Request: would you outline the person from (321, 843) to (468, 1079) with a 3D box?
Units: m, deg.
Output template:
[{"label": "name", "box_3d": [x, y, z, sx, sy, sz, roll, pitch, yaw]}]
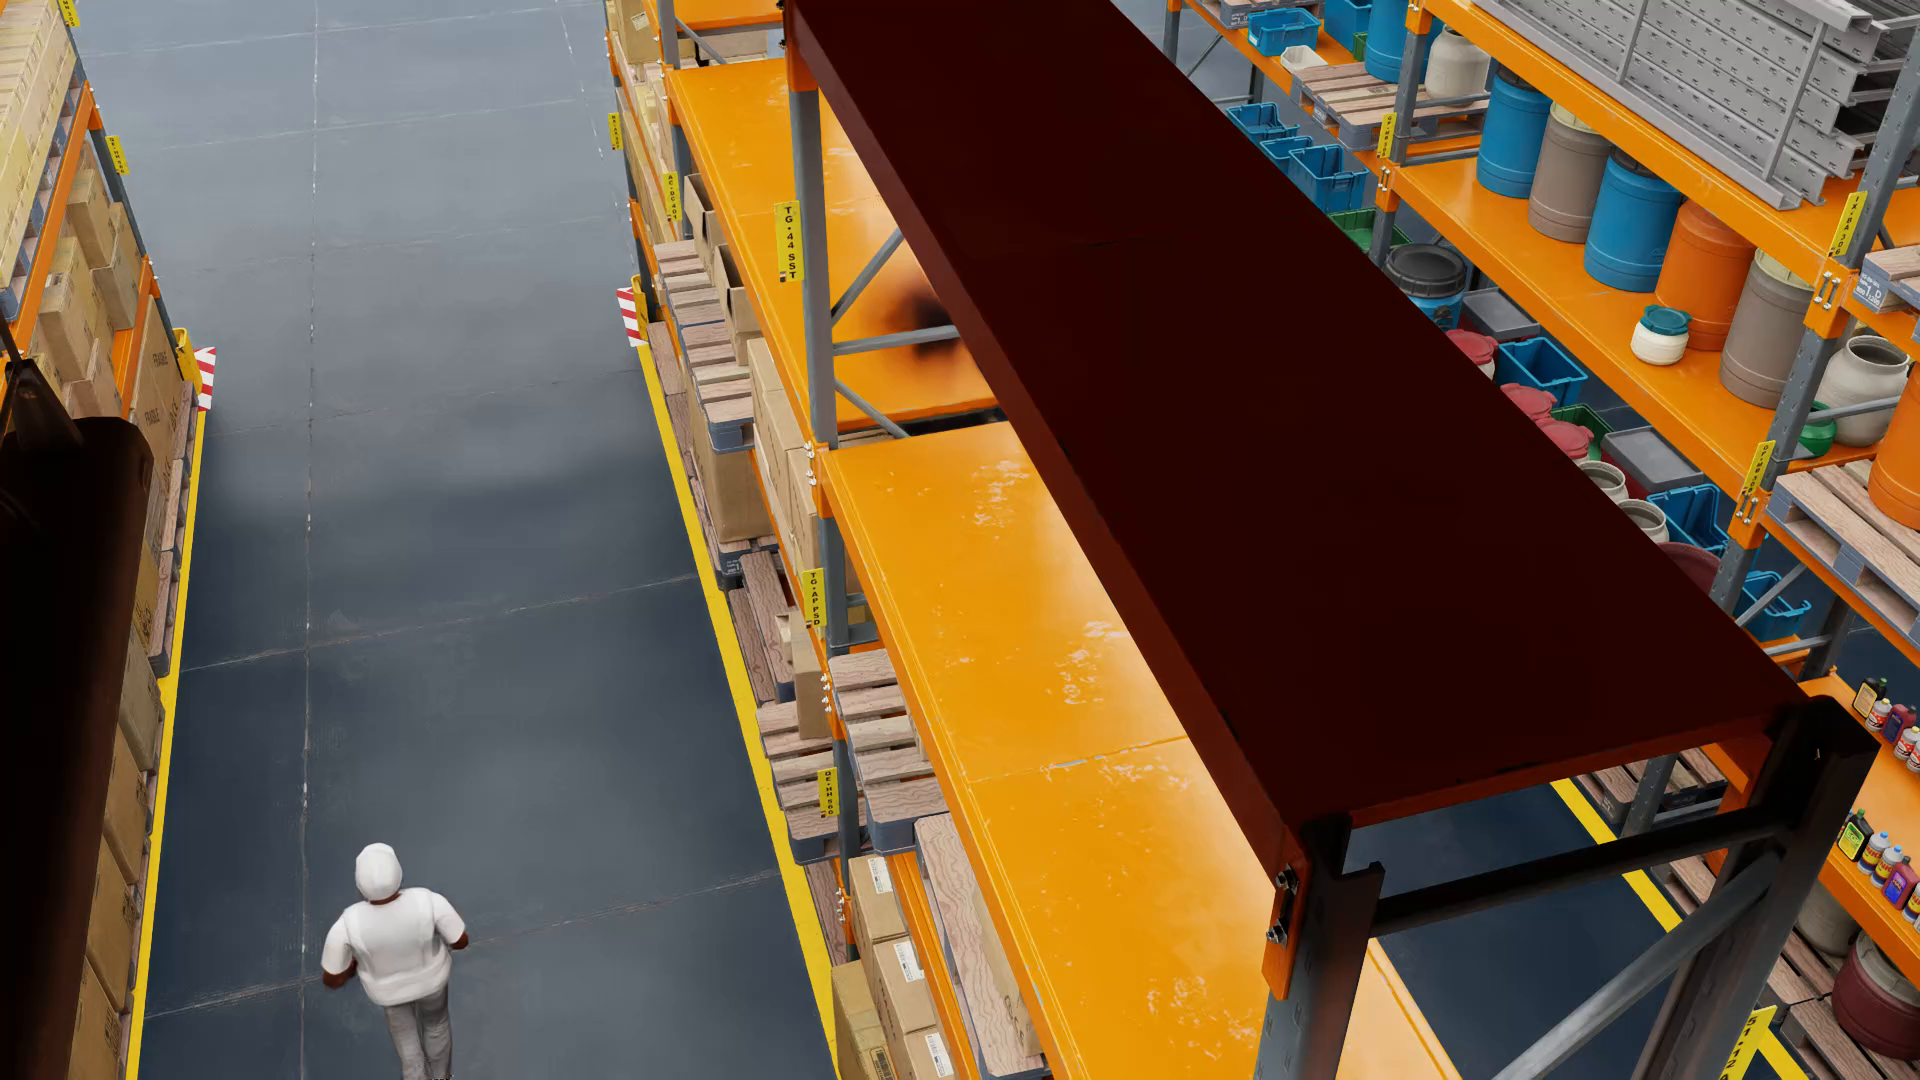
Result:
[{"label": "person", "box_3d": [-2.762, 2.130, 8.285, 0.674, 1.754, 0.536, -11, 40, -14]}]
